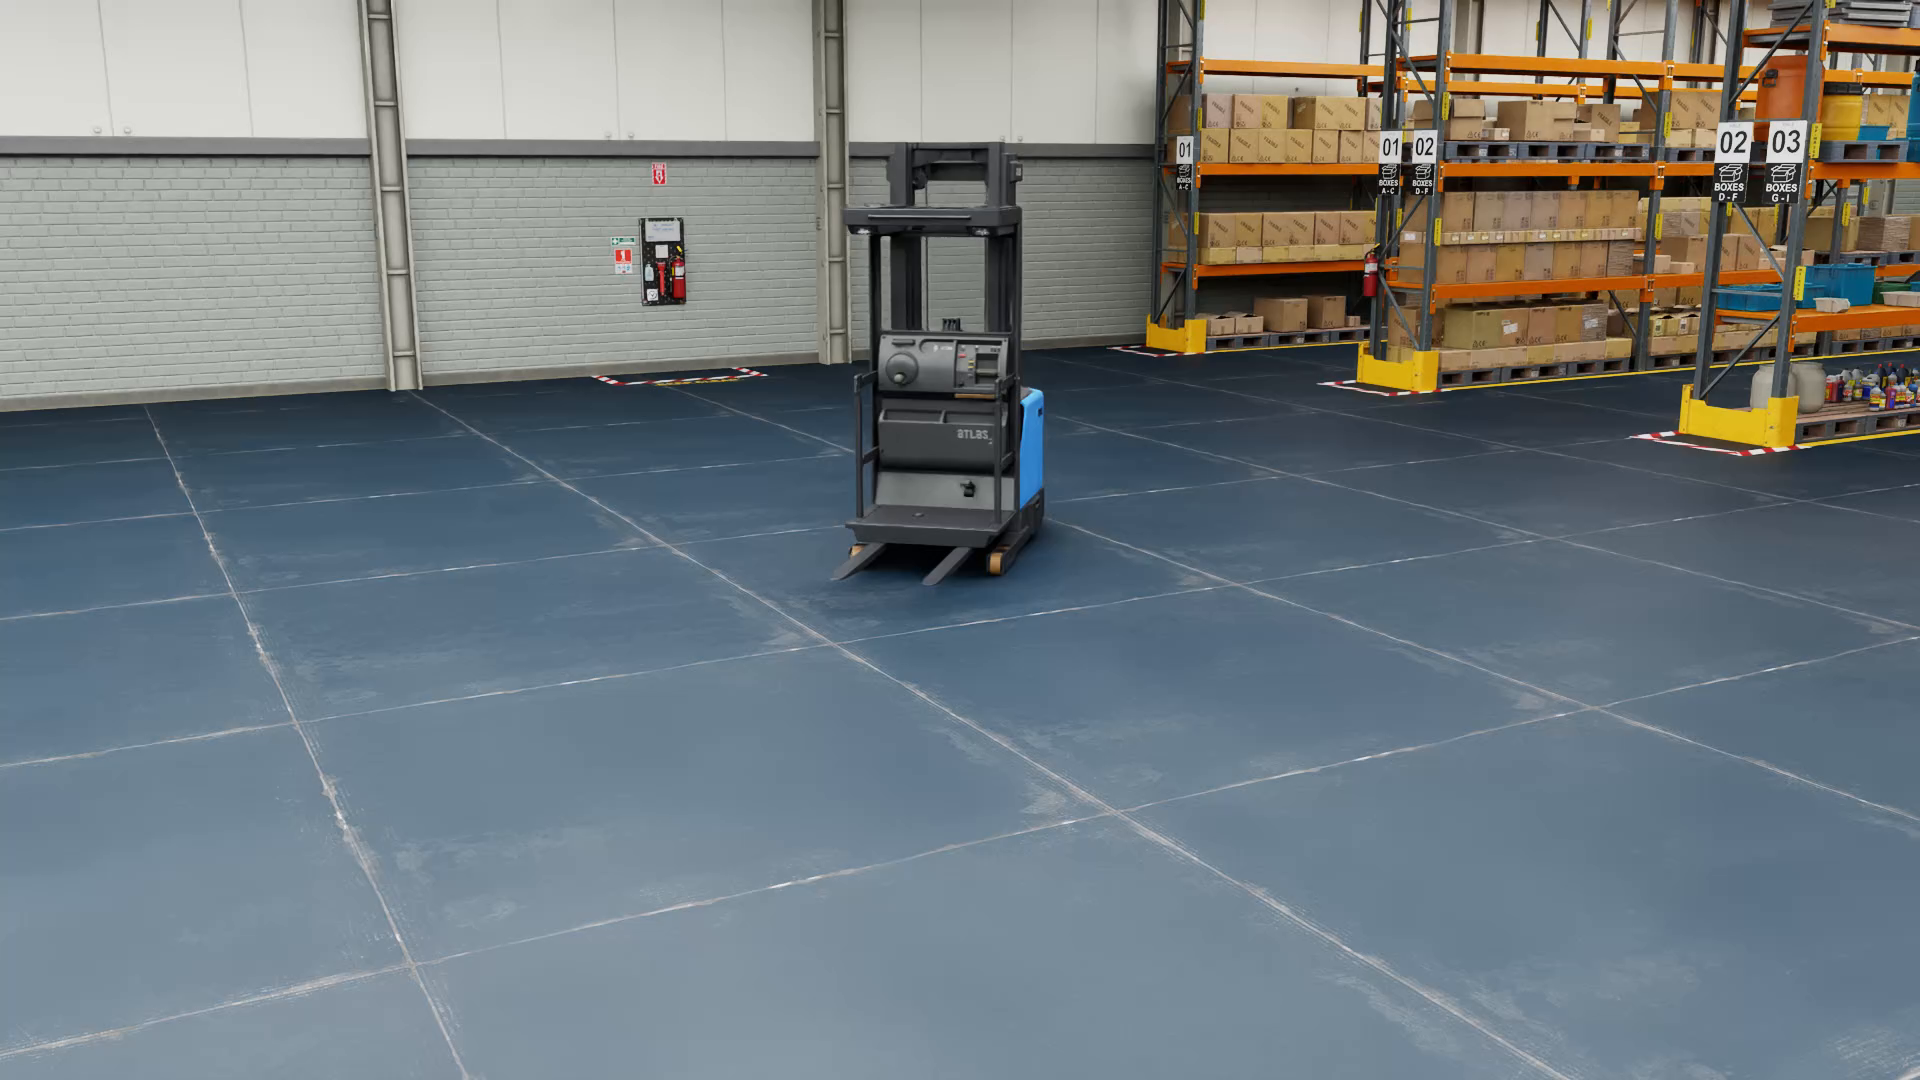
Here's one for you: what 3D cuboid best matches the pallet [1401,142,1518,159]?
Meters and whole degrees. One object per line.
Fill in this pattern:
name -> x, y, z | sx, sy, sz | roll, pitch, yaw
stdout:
pallet -> 6.277, -4.946, 21.123 | 1.213, 0.211, 1.003 | -7, 14, -28

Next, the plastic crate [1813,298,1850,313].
plastic crate -> 8.953, -2.405, 17.063 | 0.250, 0.136, 0.298 | -7, 14, -28

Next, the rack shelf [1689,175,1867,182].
rack shelf -> 15.555, -6.996, 31.669 | 4.000, 0.370, 1.077 | -7, 14, -28

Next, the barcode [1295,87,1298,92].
barcode -> 5.352, -7.158, 26.425 | 0.075, 0.075, 0.001 | -7, 14, -28

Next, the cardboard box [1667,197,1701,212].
cardboard box -> 13.059, -6.092, 30.188 | 0.500, 0.250, 0.500 | -6, 14, -27

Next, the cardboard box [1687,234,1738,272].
cardboard box -> 10.738, -4.112, 23.819 | 0.500, 0.500, 0.500 | -7, 14, -28

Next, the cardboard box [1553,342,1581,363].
cardboard box -> 7.977, -2.543, 22.385 | 0.500, 0.250, 0.500 | -7, 14, -28

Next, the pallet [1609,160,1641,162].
pallet -> 11.809, -6.819, 29.678 | 1.213, 0.211, 1.003 | -6, 14, -25

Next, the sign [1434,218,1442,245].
sign -> 5.904, -3.810, 20.553 | 0.005, 0.325, 0.100 | -7, 14, -28

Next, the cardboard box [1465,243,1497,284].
cardboard box -> 6.518, -3.608, 21.581 | 0.500, 0.500, 0.700 | -6, 14, -26

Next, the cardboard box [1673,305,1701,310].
cardboard box -> 10.708, -3.272, 24.345 | 0.500, 0.311, 0.500 | -7, 14, -29

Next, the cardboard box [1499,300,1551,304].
cardboard box -> 7.720, -3.013, 22.762 | 0.500, 0.500, 0.500 | -7, 14, -28

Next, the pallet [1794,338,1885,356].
pallet -> 13.339, -3.009, 25.497 | 1.213, 0.211, 1.003 | -7, 14, -28

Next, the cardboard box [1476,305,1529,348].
cardboard box -> 7.092, -2.807, 21.848 | 0.500, 0.500, 0.500 | -7, 14, -28

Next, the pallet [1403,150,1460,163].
pallet -> 7.371, -6.247, 27.133 | 1.003, 0.211, 1.213 | -7, 14, -28

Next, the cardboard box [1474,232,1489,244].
cardboard box -> 6.541, -3.875, 21.293 | 0.250, 0.149, 0.380 | -7, 14, -28

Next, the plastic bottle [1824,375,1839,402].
plastic bottle -> 9.650, -1.686, 18.470 | 0.135, 0.276, 0.152 | -7, 14, -27

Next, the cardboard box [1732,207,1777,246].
cardboard box -> 14.927, -5.949, 31.528 | 0.700, 0.700, 0.980 | -7, 15, -29

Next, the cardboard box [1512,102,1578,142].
cardboard box -> 7.649, -5.515, 21.941 | 0.637, 0.503, 0.797 | -5, 14, -22

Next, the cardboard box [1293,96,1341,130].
cardboard box -> 5.538, -6.619, 25.808 | 0.500, 0.500, 0.500 | -7, 15, -30

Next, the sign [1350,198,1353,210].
sign -> 6.509, -5.503, 27.591 | 0.005, 0.325, 0.100 | -7, 14, -28

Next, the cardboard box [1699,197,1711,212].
cardboard box -> 13.512, -6.144, 30.419 | 0.500, 0.250, 0.500 | -6, 14, -26

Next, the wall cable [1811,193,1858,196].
wall cable -> 17.981, -6.906, 34.151 | 1.851, 1.984, 0.084 | -7, 14, -28

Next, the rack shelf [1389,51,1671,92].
rack shelf -> 7.399, -6.047, 21.534 | 4.000, 0.370, 1.077 | -7, 14, -28

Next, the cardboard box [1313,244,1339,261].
cardboard box -> 5.632, -4.553, 26.304 | 0.500, 0.250, 0.500 | -7, 14, -28

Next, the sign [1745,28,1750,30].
sign -> 14.070, -8.991, 29.755 | 0.005, 0.325, 0.100 | -7, 14, -28

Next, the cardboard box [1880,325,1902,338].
cardboard box -> 14.101, -3.394, 25.548 | 0.500, 0.500, 0.500 | -7, 14, -29

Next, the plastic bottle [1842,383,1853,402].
plastic bottle -> 9.848, -1.642, 18.445 | 0.097, 0.201, 0.097 | 0, 13, 0

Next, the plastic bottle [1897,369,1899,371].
plastic bottle -> 10.764, -1.820, 19.064 | 0.135, 0.276, 0.152 | -6, 14, -26

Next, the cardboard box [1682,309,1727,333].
cardboard box -> 10.532, -3.116, 23.651 | 0.500, 0.311, 0.500 | -7, 15, -30

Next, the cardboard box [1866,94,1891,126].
cardboard box -> 13.499, -6.396, 24.861 | 0.500, 0.500, 0.500 | -7, 14, -28

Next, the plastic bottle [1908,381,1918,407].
plastic bottle -> 10.321, -1.583, 18.025 | 0.097, 0.271, 0.097 | 0, 13, 0

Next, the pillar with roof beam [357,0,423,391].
pillar with roof beam -> -5.003, -5.486, 16.488 | 0.400, 9.000, 9.100 | -7, 14, -28

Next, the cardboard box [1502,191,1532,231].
cardboard box -> 7.007, -4.300, 21.700 | 0.500, 0.500, 0.700 | -7, 14, -28

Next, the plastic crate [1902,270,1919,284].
plastic crate -> 11.004, -2.861, 18.632 | 0.504, 0.338, 0.767 | -7, 14, -28

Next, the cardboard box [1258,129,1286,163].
cardboard box -> 4.622, -6.024, 25.441 | 0.500, 0.500, 0.500 | -6, 14, -25

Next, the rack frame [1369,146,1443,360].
rack frame -> 5.644, -3.456, 21.135 | 0.127, 3.000, 1.000 | -7, 14, -28

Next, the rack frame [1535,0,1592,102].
rack frame -> 10.289, -8.179, 28.456 | 0.127, 3.000, 1.000 | -7, 14, -28

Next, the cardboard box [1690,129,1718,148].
cardboard box -> 10.181, -5.593, 23.185 | 0.500, 0.250, 0.500 | -8, 15, -33

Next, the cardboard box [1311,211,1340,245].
cardboard box -> 5.628, -4.920, 26.226 | 0.500, 0.500, 0.500 | -7, 15, -29

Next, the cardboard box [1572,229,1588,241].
cardboard box -> 8.125, -4.066, 22.138 | 0.250, 0.149, 0.380 | -7, 14, -28

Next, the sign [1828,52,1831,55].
sign -> 17.050, -9.661, 32.554 | 0.005, 0.325, 0.100 | -7, 14, -28

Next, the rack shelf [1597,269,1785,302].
rack shelf -> 10.910, -3.736, 24.018 | 4.000, 0.370, 1.077 | -7, 14, -28

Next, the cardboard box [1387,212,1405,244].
cardboard box -> 7.241, -5.142, 27.394 | 0.500, 0.500, 0.700 | -7, 14, -28

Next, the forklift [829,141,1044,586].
forklift -> -0.164, -1.271, 11.582 | 1.130, 2.935, 3.031 | 3, 13, 12

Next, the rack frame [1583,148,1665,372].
rack frame -> 9.155, -3.877, 23.005 | 0.127, 3.000, 1.000 | -7, 14, -28

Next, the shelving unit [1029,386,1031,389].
shelving unit -> 0.407, -0.707, 13.354 | 0.252, 1.050, 0.215 | -10, 15, -37

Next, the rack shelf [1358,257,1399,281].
rack shelf -> 8.533, -4.691, 28.259 | 4.000, 0.370, 1.077 | -7, 14, -28

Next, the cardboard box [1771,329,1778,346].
cardboard box -> 11.870, -3.004, 24.431 | 0.500, 0.250, 0.500 | -7, 14, -29
